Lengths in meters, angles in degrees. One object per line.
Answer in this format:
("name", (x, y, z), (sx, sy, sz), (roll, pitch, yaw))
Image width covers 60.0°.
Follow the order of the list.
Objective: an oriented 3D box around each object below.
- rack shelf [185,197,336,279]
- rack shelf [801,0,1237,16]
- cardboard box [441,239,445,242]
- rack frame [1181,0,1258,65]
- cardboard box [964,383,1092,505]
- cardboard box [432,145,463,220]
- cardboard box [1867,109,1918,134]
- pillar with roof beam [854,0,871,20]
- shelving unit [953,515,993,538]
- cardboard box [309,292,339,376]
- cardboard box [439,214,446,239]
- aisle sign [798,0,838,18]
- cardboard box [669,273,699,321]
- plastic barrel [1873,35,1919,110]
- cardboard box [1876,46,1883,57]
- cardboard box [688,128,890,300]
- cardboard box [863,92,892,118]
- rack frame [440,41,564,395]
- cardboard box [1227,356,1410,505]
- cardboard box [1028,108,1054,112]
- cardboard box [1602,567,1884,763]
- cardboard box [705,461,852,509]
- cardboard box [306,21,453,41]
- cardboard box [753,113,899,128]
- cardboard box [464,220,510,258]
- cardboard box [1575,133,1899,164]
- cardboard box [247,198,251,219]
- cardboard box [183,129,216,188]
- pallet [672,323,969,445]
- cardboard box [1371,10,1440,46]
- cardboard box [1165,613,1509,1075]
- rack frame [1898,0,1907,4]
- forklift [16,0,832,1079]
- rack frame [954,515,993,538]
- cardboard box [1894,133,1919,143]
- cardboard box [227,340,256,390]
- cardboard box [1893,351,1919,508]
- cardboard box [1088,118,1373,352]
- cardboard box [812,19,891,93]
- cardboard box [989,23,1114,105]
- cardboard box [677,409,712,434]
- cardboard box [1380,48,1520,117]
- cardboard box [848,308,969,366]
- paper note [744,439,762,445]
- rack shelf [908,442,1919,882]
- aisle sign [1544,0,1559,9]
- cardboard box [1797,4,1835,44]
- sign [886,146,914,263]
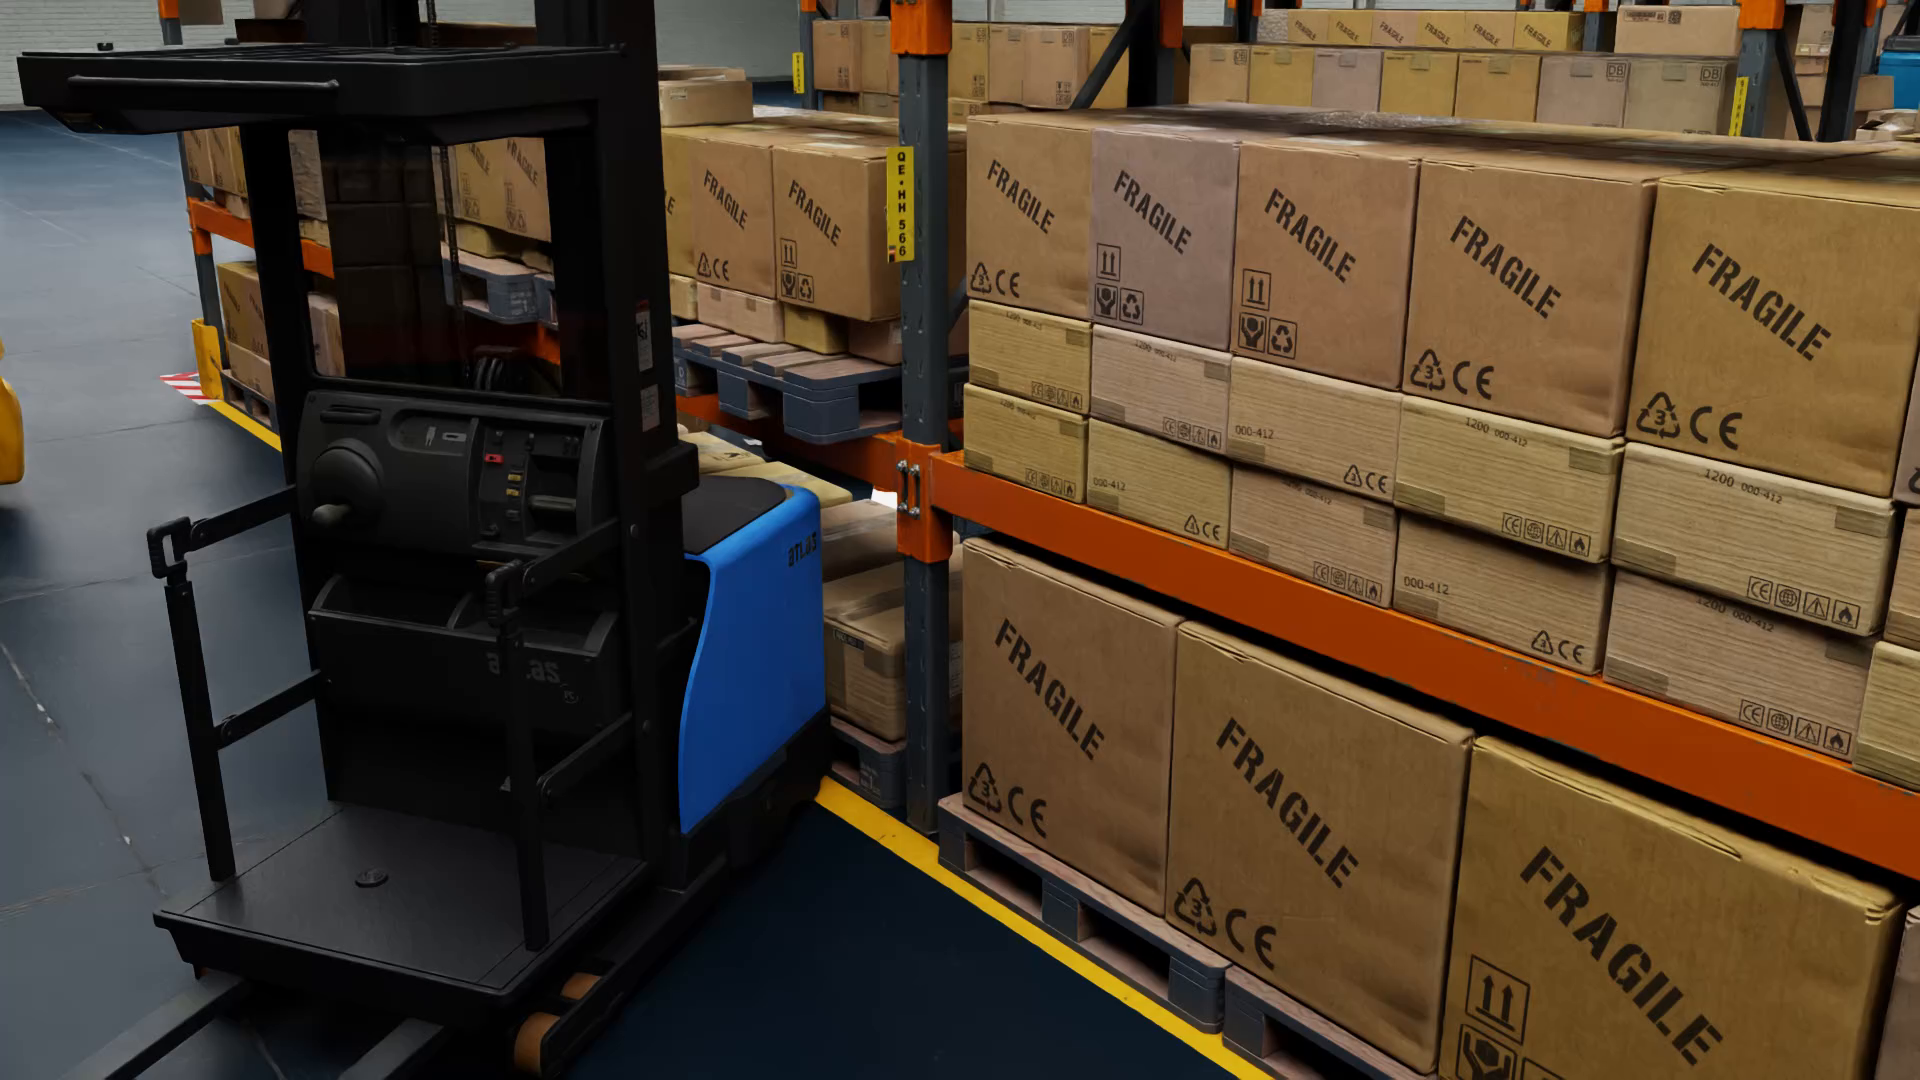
("rack shelf", (-3.474, -1.700, 9.870), (1.077, 0.370, 4.000), (-14, 23, -36))
("rack shelf", (0.344, -4.115, 12.391), (1.077, 0.370, 4.000), (-14, 23, -36))
("cardboard box", (-2.671, -1.449, 8.367), (0.380, 0.149, 0.250), (-14, 23, -37))
("rack frame", (1.585, -2.540, 11.261), (1.000, 3.000, 0.127), (-14, 23, -36))
("cardboard box", (0.358, -0.322, 4.803), (0.500, 0.250, 0.500), (-14, 23, -37))
("cardboard box", (-2.166, -1.766, 7.622), (0.500, 0.500, 0.500), (-13, 23, -35))
("cardboard box", (7.159, -3.084, 12.473), (0.500, 0.250, 0.500), (-15, 23, -38))
("pillar with roof beam", (-6.187, -16.765, 44.678), (9.100, 9.000, 0.400), (-14, 23, -36))
("shelving unit", (0.005, -0.425, 8.215), (0.258, 0.900, 0.210), (-14, 23, -36))
("cardboard box", (-3.445, -1.143, 9.555), (0.500, 0.500, 0.500), (-13, 22, -33))
("cardboard box", (-2.703, -1.799, 8.390), (0.500, 0.500, 0.500), (-15, 23, -37))
("aisle sign", (-1.177, -4.719, 13.705), (0.394, 0.787, 0.004), (-14, 23, -36))
("cardboard box", (-0.883, -0.912, 6.077), (0.380, 0.149, 0.250), (-13, 23, -35))
("plastic barrel", (9.421, -4.533, 16.484), (0.600, 0.901, 0.708), (-14, 23, -36))
("cardboard box", (11.849, -6.239, 21.241), (0.380, 0.149, 0.250), (-14, 23, -36))
("cardboard box", (-0.578, -1.134, 5.716), (0.500, 0.500, 0.500), (-14, 23, -37))
("cardboard box", (-0.274, -3.383, 13.569), (0.875, 0.550, 0.550), (-14, 23, -36))
("rack frame", (-2.232, -1.549, 8.268), (1.000, 3.000, 0.127), (-14, 23, -36))
("cardboard box", (0.992, -0.304, 3.951), (0.500, 0.250, 0.500), (-14, 23, -36))
("cardboard box", (0.988, -2.831, 11.901), (0.875, 0.550, 0.550), (-14, 23, -36))
("cardboard box", (1.645, 0.178, 3.290), (0.500, 0.250, 0.500), (-15, 23, -38))
("cardboard box", (-1.022, -0.025, 7.177), (0.950, 0.372, 0.625), (-13, 22, -34))
("cardboard box", (-3.321, -2.733, 9.621), (0.700, 0.500, 0.500), (-14, 23, -36))
("cardboard box", (-0.511, -1.364, 6.410), (0.500, 0.500, 0.500), (-14, 23, -35))
("cardboard box", (-1.989, -1.368, 7.453), (0.380, 0.149, 0.250), (-13, 23, -35))
("cardboard box", (1.714, -0.634, 3.757), (0.500, 0.500, 0.500), (-14, 23, -37))
("cardboard box", (-4.090, -2.022, 10.096), (0.380, 0.149, 0.250), (-13, 22, -35))
("cardboard box", (-4.639, -2.552, 10.667), (0.500, 0.500, 0.500), (-14, 23, -37))
("pallet", (-0.275, -0.627, 5.790), (1.213, 0.211, 1.003), (-14, 23, -36))
("cardboard box", (4.112, -4.574, 15.181), (0.500, 0.500, 0.500), (-14, 23, -36))
("cardboard box", (1.166, 0.653, 4.331), (0.875, 0.875, 0.875), (-14, 23, -35))
("rack frame", (14.701, -7.369, 25.845), (1.000, 3.000, 0.127), (-14, 23, -36))
("forklift", (-1.428, -0.167, 4.204), (1.130, 2.935, 3.031), (7, 19, 19))
("rack frame", (0.068, -0.400, 8.139), (0.240, 0.900, 0.006), (-14, 23, -36))
("cardboard box", (4.733, -1.886, 8.070), (0.380, 0.149, 0.250), (-15, 24, -38))
("cardboard box", (-4.432, -1.176, 10.848), (0.500, 0.250, 0.500), (-14, 23, -37))
("cardboard box", (1.934, -0.287, 2.707), (0.500, 0.500, 0.500), (-13, 23, -35))
("cardboard box", (0.681, -0.796, 4.244), (0.500, 0.500, 0.500), (-14, 23, -36))
("cardboard box", (-0.698, -4.010, 13.746), (0.875, 0.550, 0.550), (-14, 23, -36))
("cardboard box", (0.723, -3.494, 12.186), (0.875, 0.550, 0.550), (-14, 23, -36))
("cardboard box", (-1.831, -0.893, 10.260), (0.500, 0.500, 0.500), (1, 18, 2))
("cardboard box", (2.845, -2.565, 9.588), (0.700, 0.500, 0.500), (-14, 23, -37))
("cardboard box", (-0.137, -0.678, 5.371), (0.380, 0.149, 0.250), (-13, 22, -34))
("paper note", (-1.224, -0.603, 10.135), (0.148, 0.019, 0.142), (-14, 23, -36))
("rack shelf", (1.493, 0.271, 3.917), (1.077, 0.370, 4.000), (-14, 23, -36))
("aisle sign", (7.123, -6.745, 19.826), (0.394, 0.787, 0.004), (-14, 23, -36))
("cardboard box", (11.464, -6.806, 21.920), (0.700, 0.500, 0.500), (-15, 23, -38))
("sign", (-0.168, -0.967, 4.795), (0.100, 0.325, 0.005), (-14, 23, -36))
